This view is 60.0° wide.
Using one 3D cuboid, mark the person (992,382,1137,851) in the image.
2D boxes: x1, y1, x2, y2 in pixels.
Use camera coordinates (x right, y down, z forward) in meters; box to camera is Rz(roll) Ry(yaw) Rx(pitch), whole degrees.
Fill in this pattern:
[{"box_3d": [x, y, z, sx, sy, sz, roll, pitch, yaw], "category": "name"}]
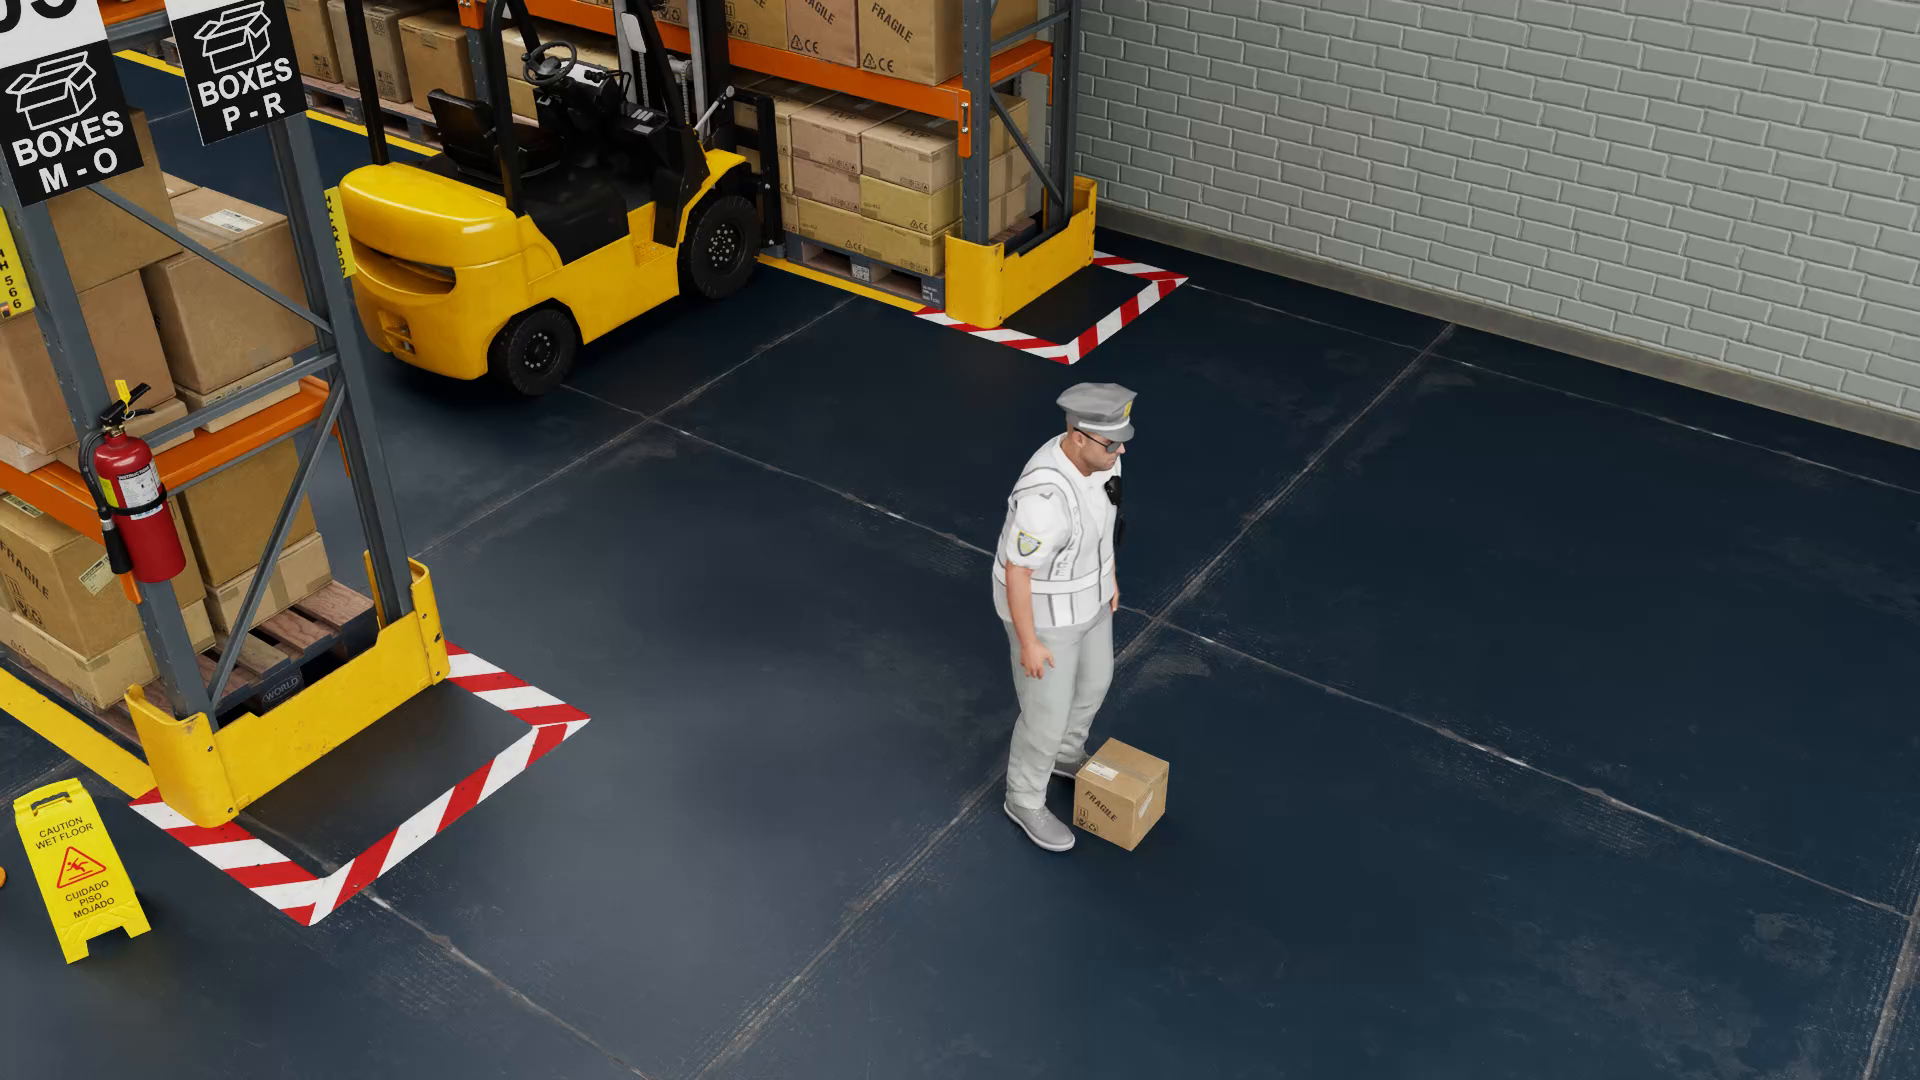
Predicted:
[{"box_3d": [0.356, 0.229, 5.801, 0.439, 1.747, 0.585, 21, 40, 28], "category": "person"}]
